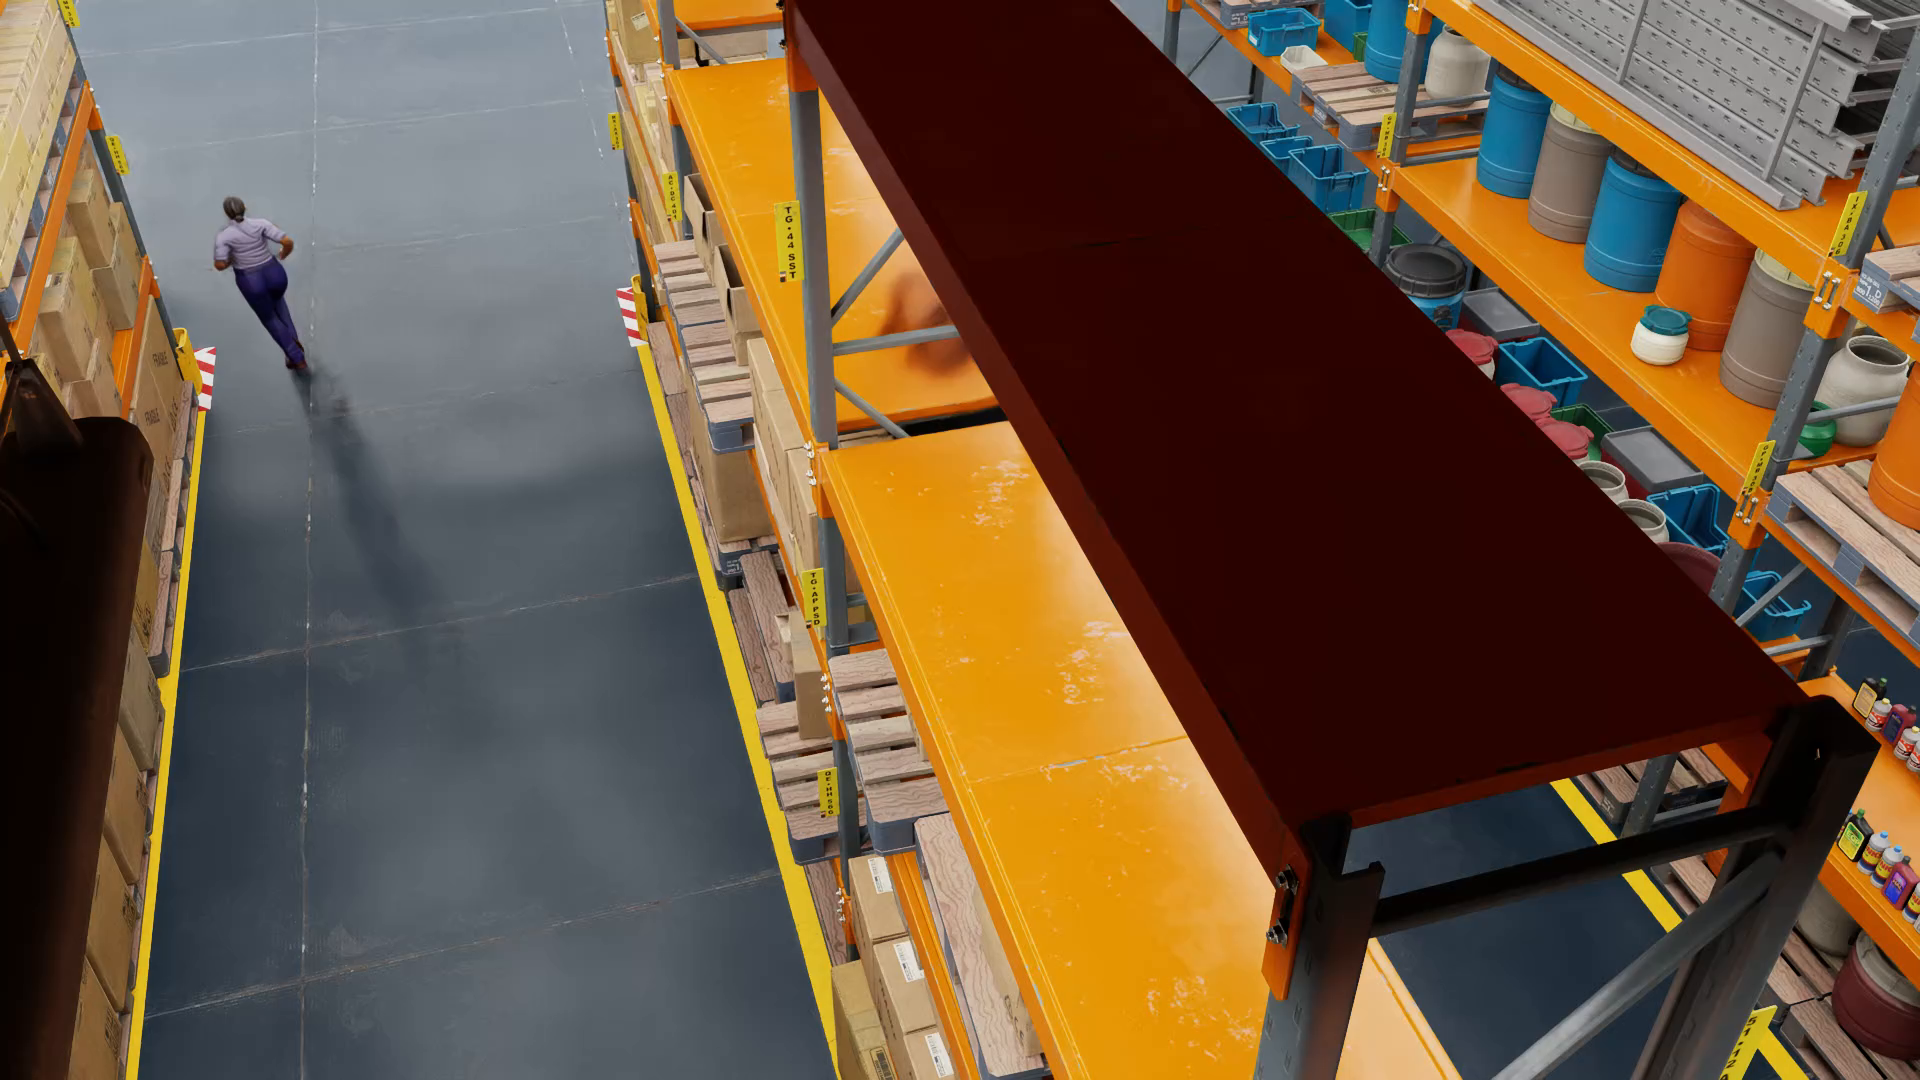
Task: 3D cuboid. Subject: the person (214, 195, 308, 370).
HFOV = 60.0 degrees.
[{"bbox_3d":[-6.004,-2.177,14.289,0.634,1.700,0.637,-28,46,-31],"label":"person"}]
